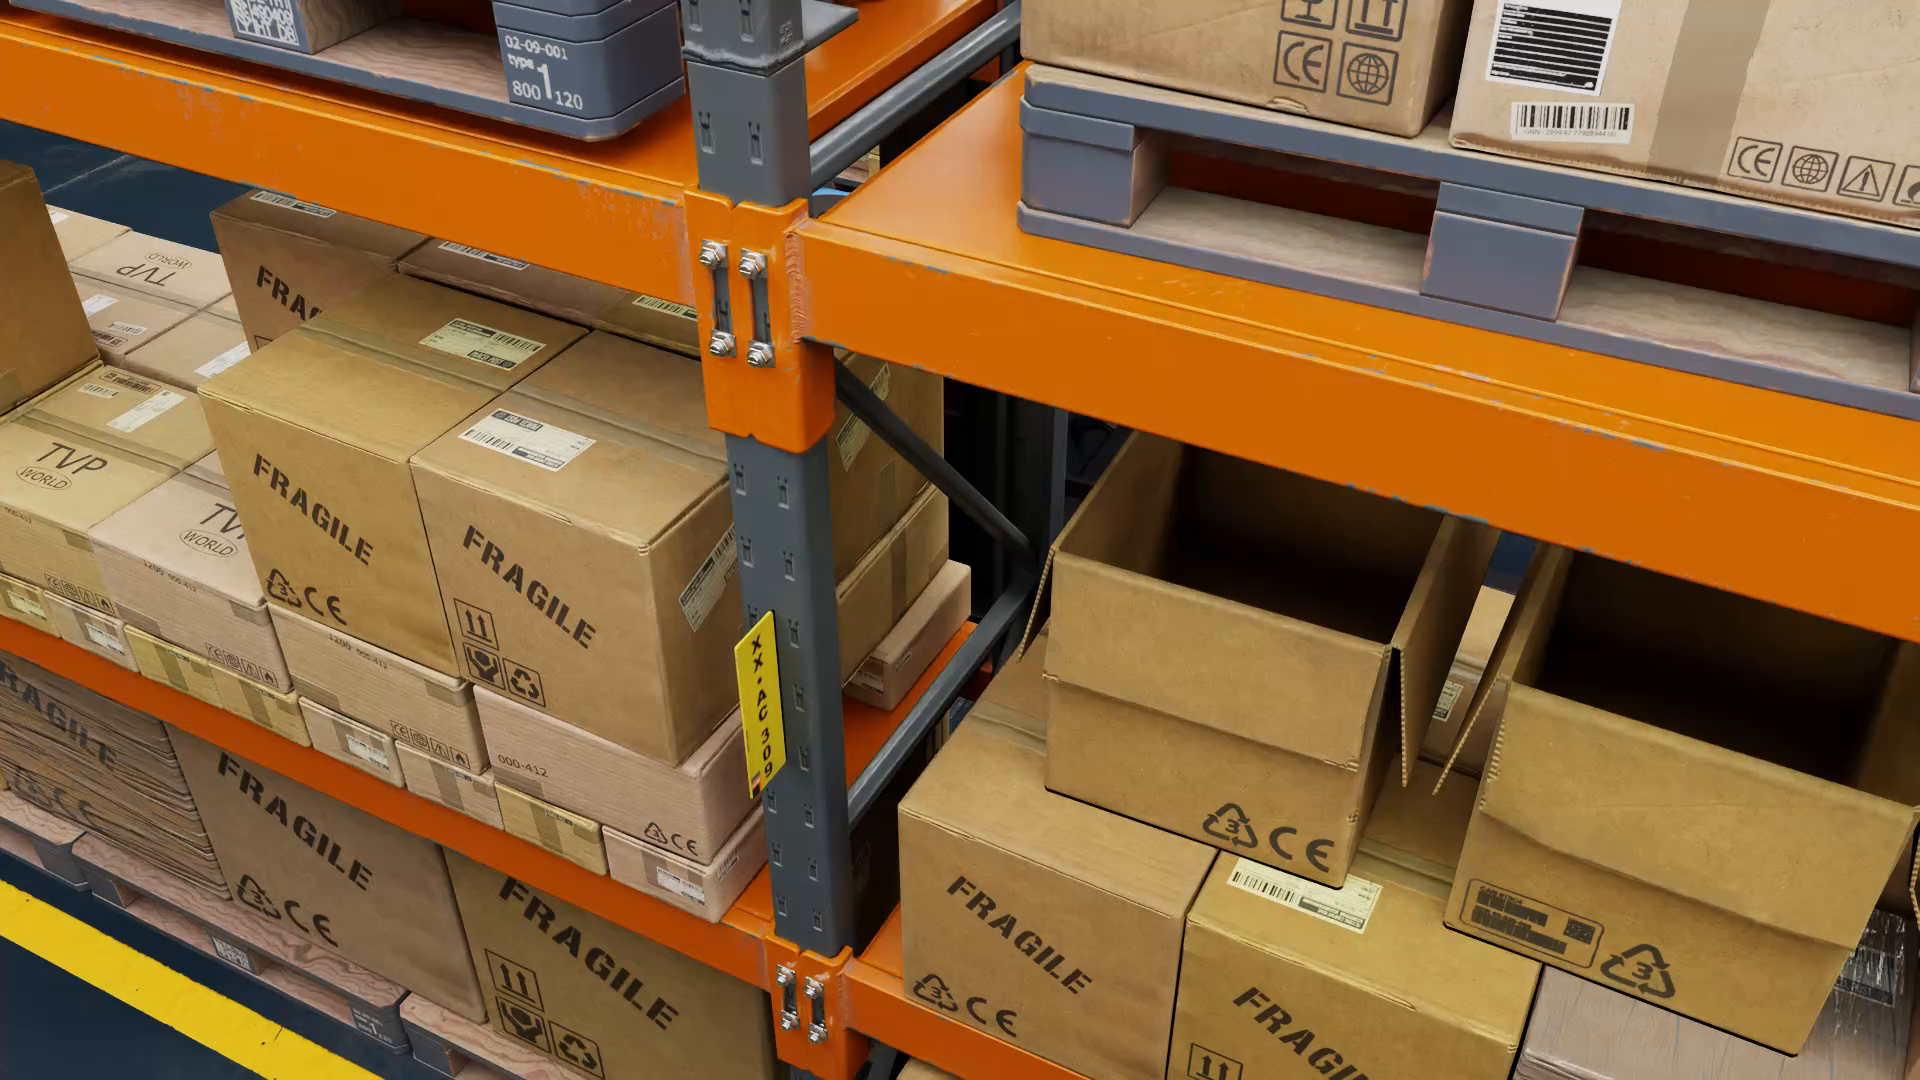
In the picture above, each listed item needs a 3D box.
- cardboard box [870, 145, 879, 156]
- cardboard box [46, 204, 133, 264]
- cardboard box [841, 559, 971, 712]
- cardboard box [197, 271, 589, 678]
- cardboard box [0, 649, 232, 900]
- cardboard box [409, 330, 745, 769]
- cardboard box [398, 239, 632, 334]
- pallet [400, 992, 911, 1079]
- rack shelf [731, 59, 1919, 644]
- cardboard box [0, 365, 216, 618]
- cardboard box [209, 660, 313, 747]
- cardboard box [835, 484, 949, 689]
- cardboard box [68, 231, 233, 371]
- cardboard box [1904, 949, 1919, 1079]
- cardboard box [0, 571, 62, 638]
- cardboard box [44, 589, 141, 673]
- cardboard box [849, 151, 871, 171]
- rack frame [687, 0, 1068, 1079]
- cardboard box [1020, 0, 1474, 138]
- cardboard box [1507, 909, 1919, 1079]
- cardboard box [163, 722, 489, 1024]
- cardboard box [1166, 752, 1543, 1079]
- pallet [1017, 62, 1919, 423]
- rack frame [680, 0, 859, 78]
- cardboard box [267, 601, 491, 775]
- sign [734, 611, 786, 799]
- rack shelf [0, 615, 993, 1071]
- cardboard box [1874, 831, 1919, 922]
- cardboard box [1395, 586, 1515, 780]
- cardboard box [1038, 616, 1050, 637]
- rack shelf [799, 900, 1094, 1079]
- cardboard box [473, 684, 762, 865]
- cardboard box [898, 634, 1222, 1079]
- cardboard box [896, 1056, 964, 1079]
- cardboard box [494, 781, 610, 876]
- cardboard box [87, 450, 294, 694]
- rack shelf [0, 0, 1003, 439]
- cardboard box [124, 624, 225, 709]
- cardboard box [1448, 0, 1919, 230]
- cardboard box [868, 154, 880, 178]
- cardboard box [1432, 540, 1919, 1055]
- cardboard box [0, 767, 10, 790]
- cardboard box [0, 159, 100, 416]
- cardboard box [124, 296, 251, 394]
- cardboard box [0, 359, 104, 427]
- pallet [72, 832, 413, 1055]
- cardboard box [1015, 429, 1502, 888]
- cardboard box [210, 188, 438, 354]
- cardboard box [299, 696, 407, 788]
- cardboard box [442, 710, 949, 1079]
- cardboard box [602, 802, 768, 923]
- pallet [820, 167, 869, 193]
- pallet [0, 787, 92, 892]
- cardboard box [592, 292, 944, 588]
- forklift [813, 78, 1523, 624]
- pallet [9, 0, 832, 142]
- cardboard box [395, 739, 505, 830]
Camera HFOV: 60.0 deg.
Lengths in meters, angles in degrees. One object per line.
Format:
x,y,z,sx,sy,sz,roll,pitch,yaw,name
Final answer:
-0.242,-2.014,8.186,0.250,0.149,0.380,19,41,23,cardboard box
-2.611,-0.694,4.561,0.500,0.250,0.500,17,40,21,cardboard box
-0.171,0.183,3.736,0.250,0.149,0.380,17,41,22,cardboard box
-1.035,-0.140,3.211,0.500,0.500,0.500,18,41,22,cardboard box
-2.200,0.298,4.786,0.875,0.875,0.875,17,41,21,cardboard box
-0.592,0.002,3.024,0.500,0.500,0.500,19,41,23,cardboard box
-0.803,-0.425,3.587,0.500,0.500,0.500,17,41,21,cardboard box
-0.700,1.201,4.494,1.213,0.211,1.003,17,41,21,pallet
1.715,-0.009,1.895,4.000,0.370,1.077,17,41,21,rack shelf
-1.936,-0.124,3.811,0.500,0.250,0.500,17,40,21,cardboard box
-1.397,0.249,3.649,0.250,0.149,0.380,18,41,22,cardboard box
-0.358,0.014,3.629,0.500,0.250,0.500,17,40,21,cardboard box
-2.159,-0.552,4.375,0.500,0.250,0.500,16,40,20,cardboard box
1.673,0.439,2.279,0.637,0.503,0.797,19,41,23,cardboard box
-2.083,0.034,3.932,0.250,0.149,0.380,16,40,20,cardboard box
-1.849,0.106,3.837,0.250,0.149,0.380,18,41,22,cardboard box
-0.431,-2.024,8.445,0.250,0.149,0.380,18,41,22,cardboard box
-0.061,0.344,3.317,0.127,3.000,1.000,17,41,21,rack frame
0.458,-0.902,2.047,0.500,0.500,0.700,18,41,23,cardboard box
1.123,0.845,2.574,0.500,0.500,0.500,16,40,20,cardboard box
-1.410,0.546,4.460,0.875,0.875,0.875,17,41,21,cardboard box
0.679,0.705,2.757,0.500,0.500,0.500,17,41,22,cardboard box
0.776,-0.547,2.167,1.217,0.209,0.805,16,40,20,pallet
-0.061,-2.046,1.503,0.127,3.000,1.000,17,41,21,rack frame
-1.035,0.160,3.436,0.500,0.250,0.500,19,41,23,cardboard box
-0.315,0.266,2.638,0.005,0.325,0.100,17,41,21,sign
-1.837,0.074,4.267,4.000,0.370,1.077,17,41,21,rack shelf
1.383,0.570,2.936,0.500,0.500,0.500,17,40,21,cardboard box
0.916,0.428,3.122,0.500,0.500,0.500,19,41,23,cardboard box
0.480,0.287,3.308,0.500,0.500,0.500,18,41,22,cardboard box
1.715,1.186,2.801,4.000,0.370,1.077,17,41,21,rack shelf
-0.574,0.303,3.248,0.500,0.250,0.500,17,40,21,cardboard box
0.232,0.566,2.941,0.500,0.500,0.500,18,41,22,cardboard box
0.516,1.190,3.612,0.875,0.875,1.225,18,41,22,cardboard box
-0.712,0.463,3.367,0.250,0.149,0.380,18,41,22,cardboard box
-1.488,0.019,3.623,0.500,0.250,0.500,18,41,22,cardboard box
-1.837,-1.121,3.360,4.000,0.370,1.077,17,41,21,rack shelf
-1.624,0.178,3.743,0.250,0.149,0.380,17,40,21,cardboard box
0.872,-0.630,1.844,0.500,0.311,0.500,16,40,20,cardboard box
-0.254,-1.894,8.274,0.250,0.149,0.380,18,41,22,cardboard box
1.114,0.274,2.495,0.637,0.503,0.797,18,41,22,cardboard box
-3.008,0.045,5.119,0.875,0.875,0.875,17,41,21,cardboard box
-2.404,-0.568,3.775,0.500,0.500,0.500,16,40,20,cardboard box
-1.694,-0.410,4.187,0.500,0.250,0.500,17,41,22,cardboard box
-2.402,-0.266,3.998,0.500,0.250,0.500,16,40,20,cardboard box
-1.788,0.862,4.940,1.213,0.211,1.003,17,41,21,pallet
0.510,0.077,2.755,0.637,0.503,0.797,16,40,20,cardboard box
-1.267,-0.568,3.775,0.500,0.500,0.500,16,40,20,cardboard box
-1.168,0.320,3.555,0.250,0.149,0.380,18,41,22,cardboard box
-0.610,0.796,4.130,0.875,0.875,0.875,17,41,21,cardboard box
-0.483,0.535,3.272,0.250,0.149,0.380,18,41,22,cardboard box
-0.470,-2.027,8.746,1.213,0.211,1.003,17,41,21,pallet
-2.867,0.522,5.387,1.213,0.211,1.003,17,41,21,pallet
-0.369,-0.284,3.401,0.500,0.500,0.500,17,41,21,cardboard box
0.570,-1.005,5.149,3.031,2.935,1.130,16,40,20,forklift
-0.783,-1.049,2.744,1.213,0.211,1.003,17,41,21,pallet
-0.939,0.392,3.461,0.250,0.149,0.380,17,40,21,cardboard box
